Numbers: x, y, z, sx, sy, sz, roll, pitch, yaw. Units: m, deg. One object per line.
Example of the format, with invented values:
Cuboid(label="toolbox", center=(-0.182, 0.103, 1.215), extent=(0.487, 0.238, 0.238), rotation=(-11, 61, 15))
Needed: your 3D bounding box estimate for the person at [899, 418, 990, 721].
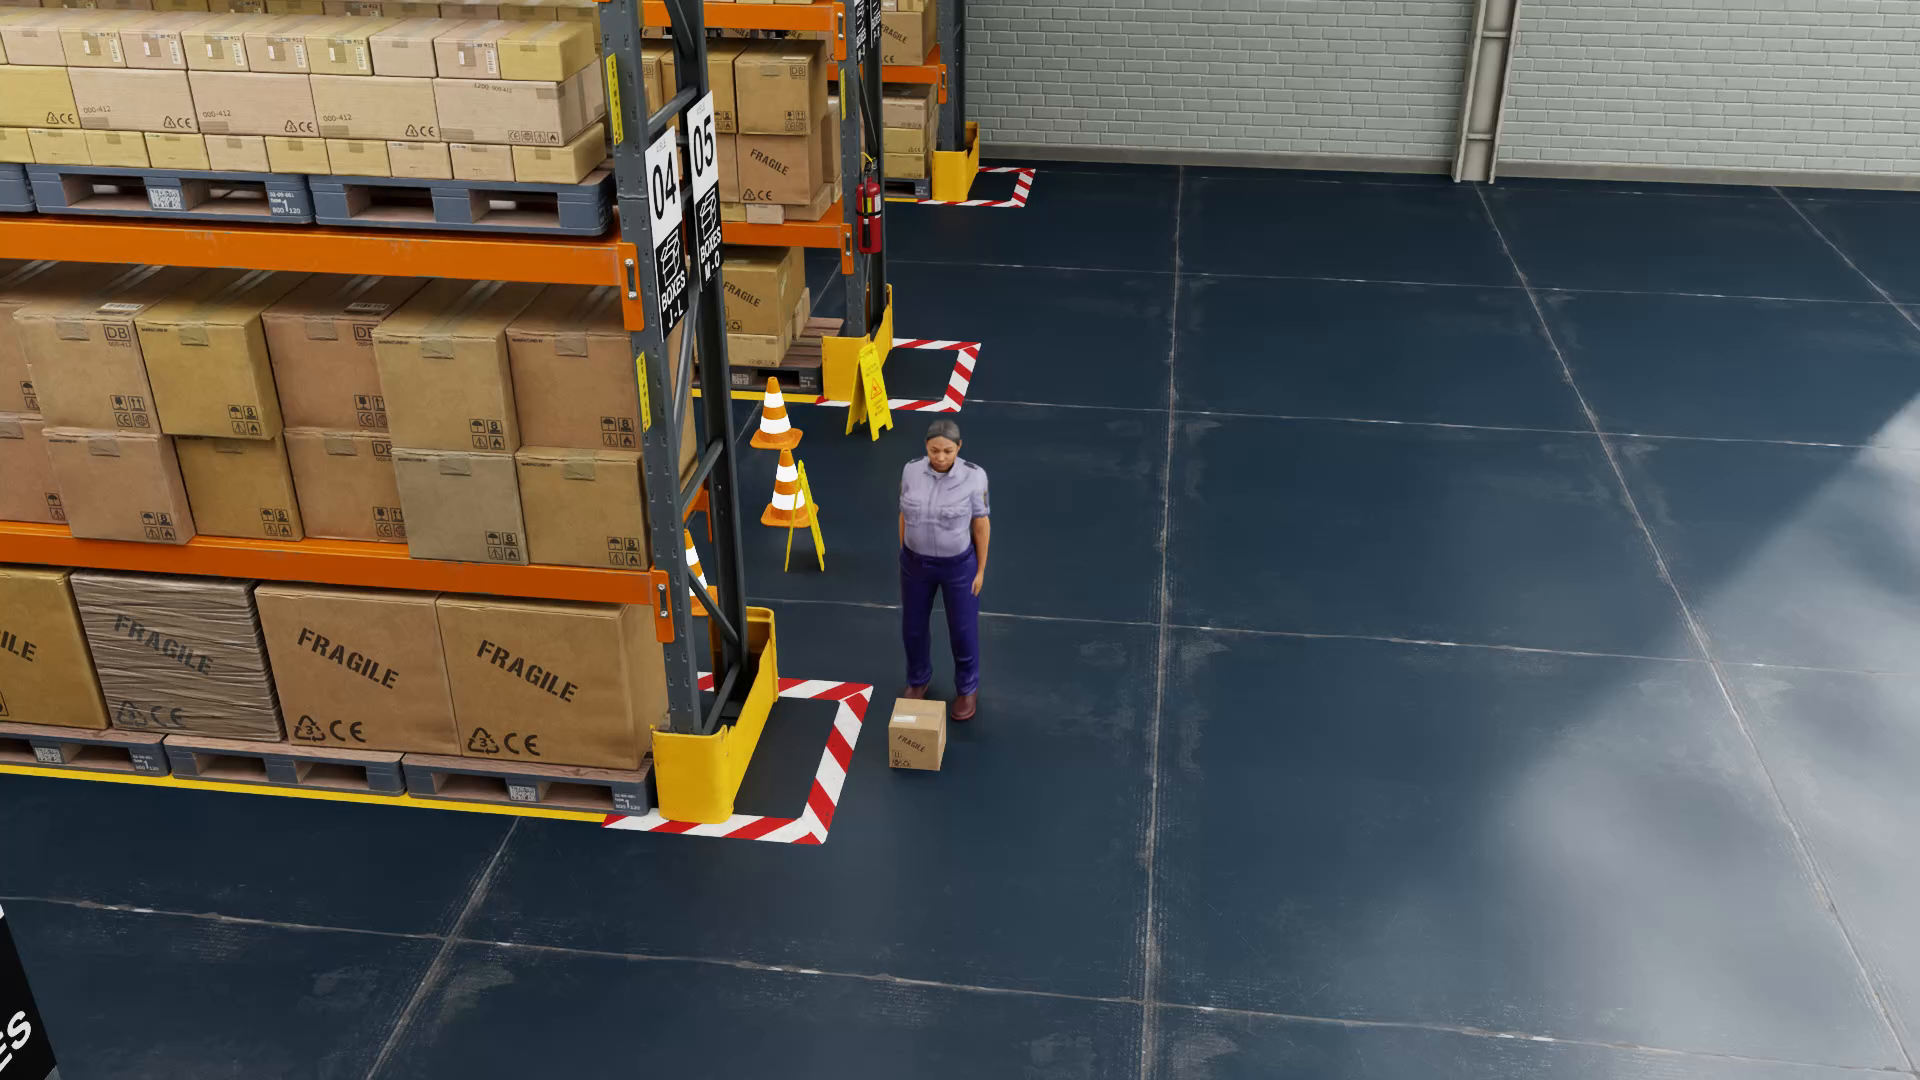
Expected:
Cuboid(label="person", center=(-0.084, 0.144, 8.384), extent=(0.469, 1.645, 0.342), rotation=(7, 29, 12))
